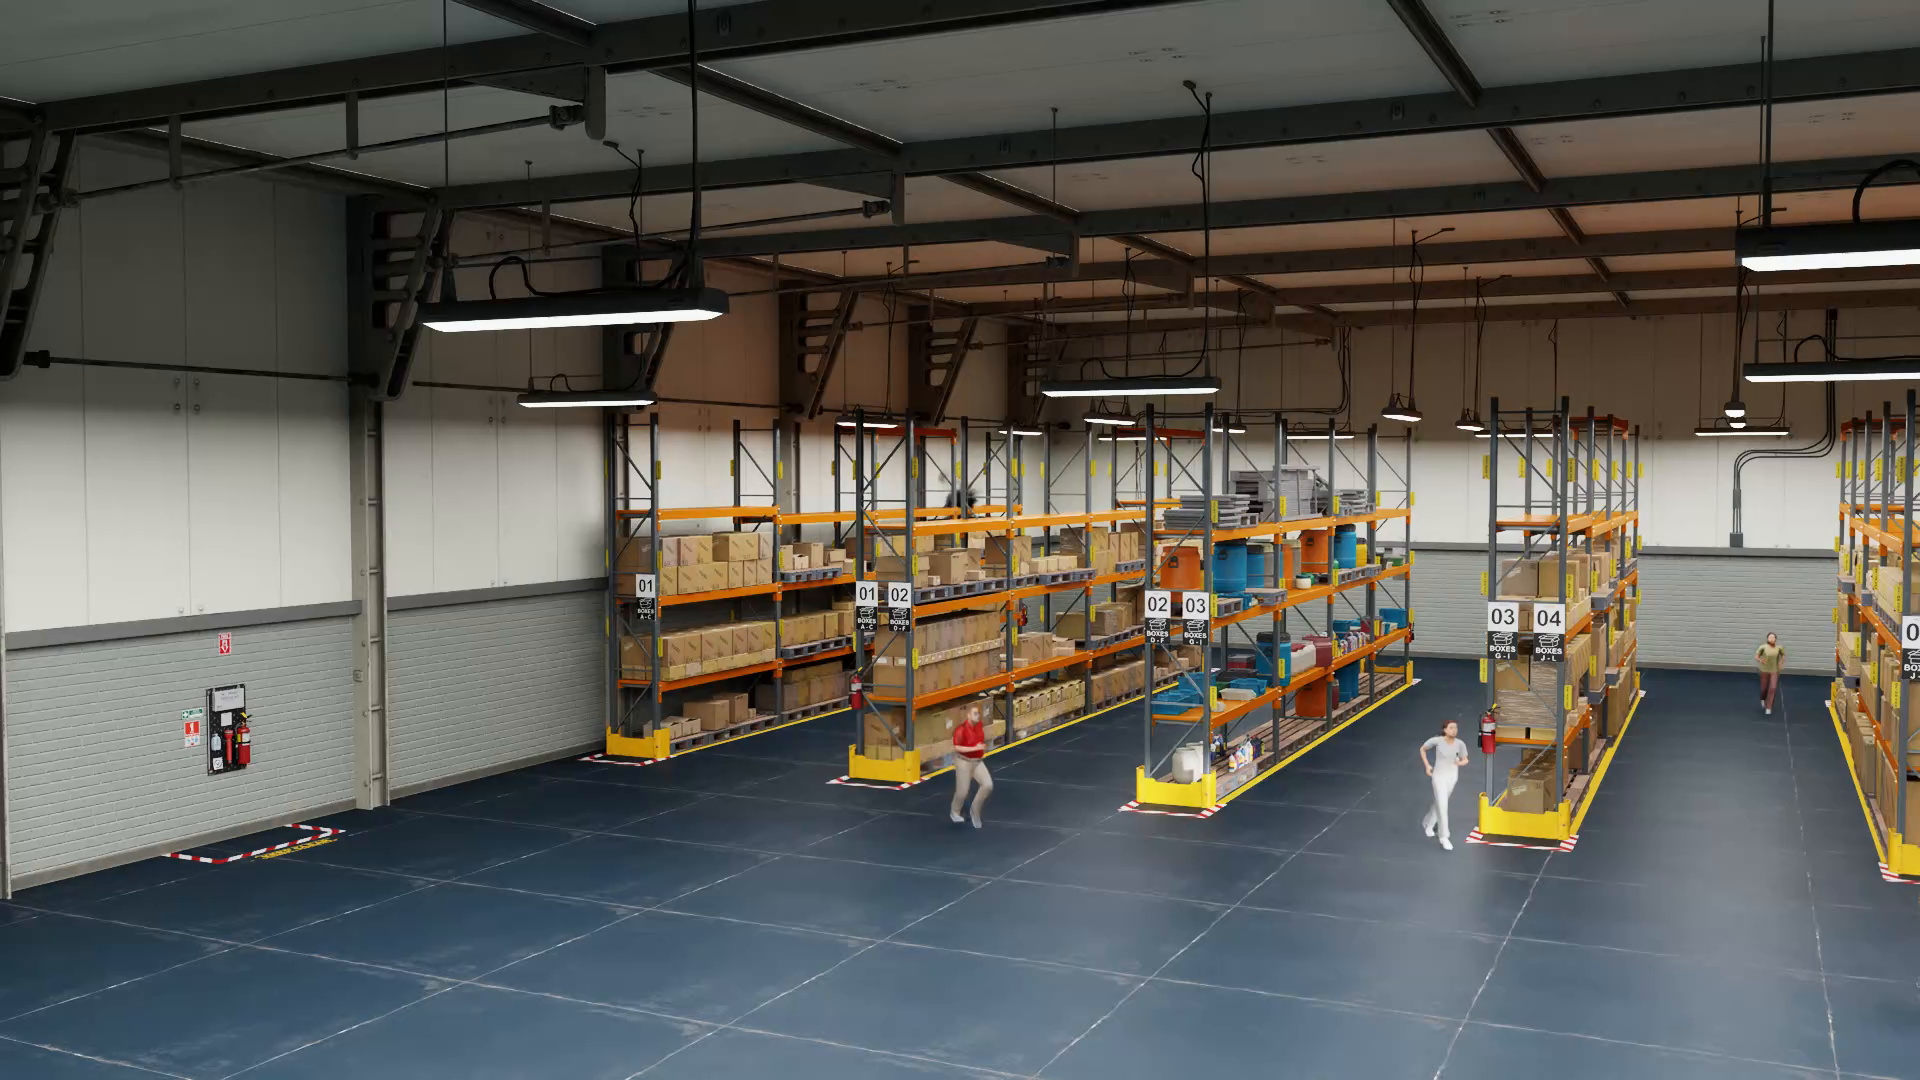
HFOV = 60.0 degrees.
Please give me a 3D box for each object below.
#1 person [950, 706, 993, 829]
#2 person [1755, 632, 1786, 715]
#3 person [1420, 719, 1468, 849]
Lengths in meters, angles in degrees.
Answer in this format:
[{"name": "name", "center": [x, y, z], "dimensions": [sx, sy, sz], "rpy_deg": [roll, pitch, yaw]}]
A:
[{"name": "person", "center": [0.150, 3.171, 23.246], "dimensions": [0.692, 1.734, 0.838], "rpy_deg": [-2, 3, -41]}, {"name": "person", "center": [16.663, 2.725, 34.199], "dimensions": [0.585, 1.663, 0.961], "rpy_deg": [1, 3, 21]}, {"name": "person", "center": [6.475, 3.195, 22.144], "dimensions": [0.576, 1.647, 0.996], "rpy_deg": [0, 2, -9]}]
